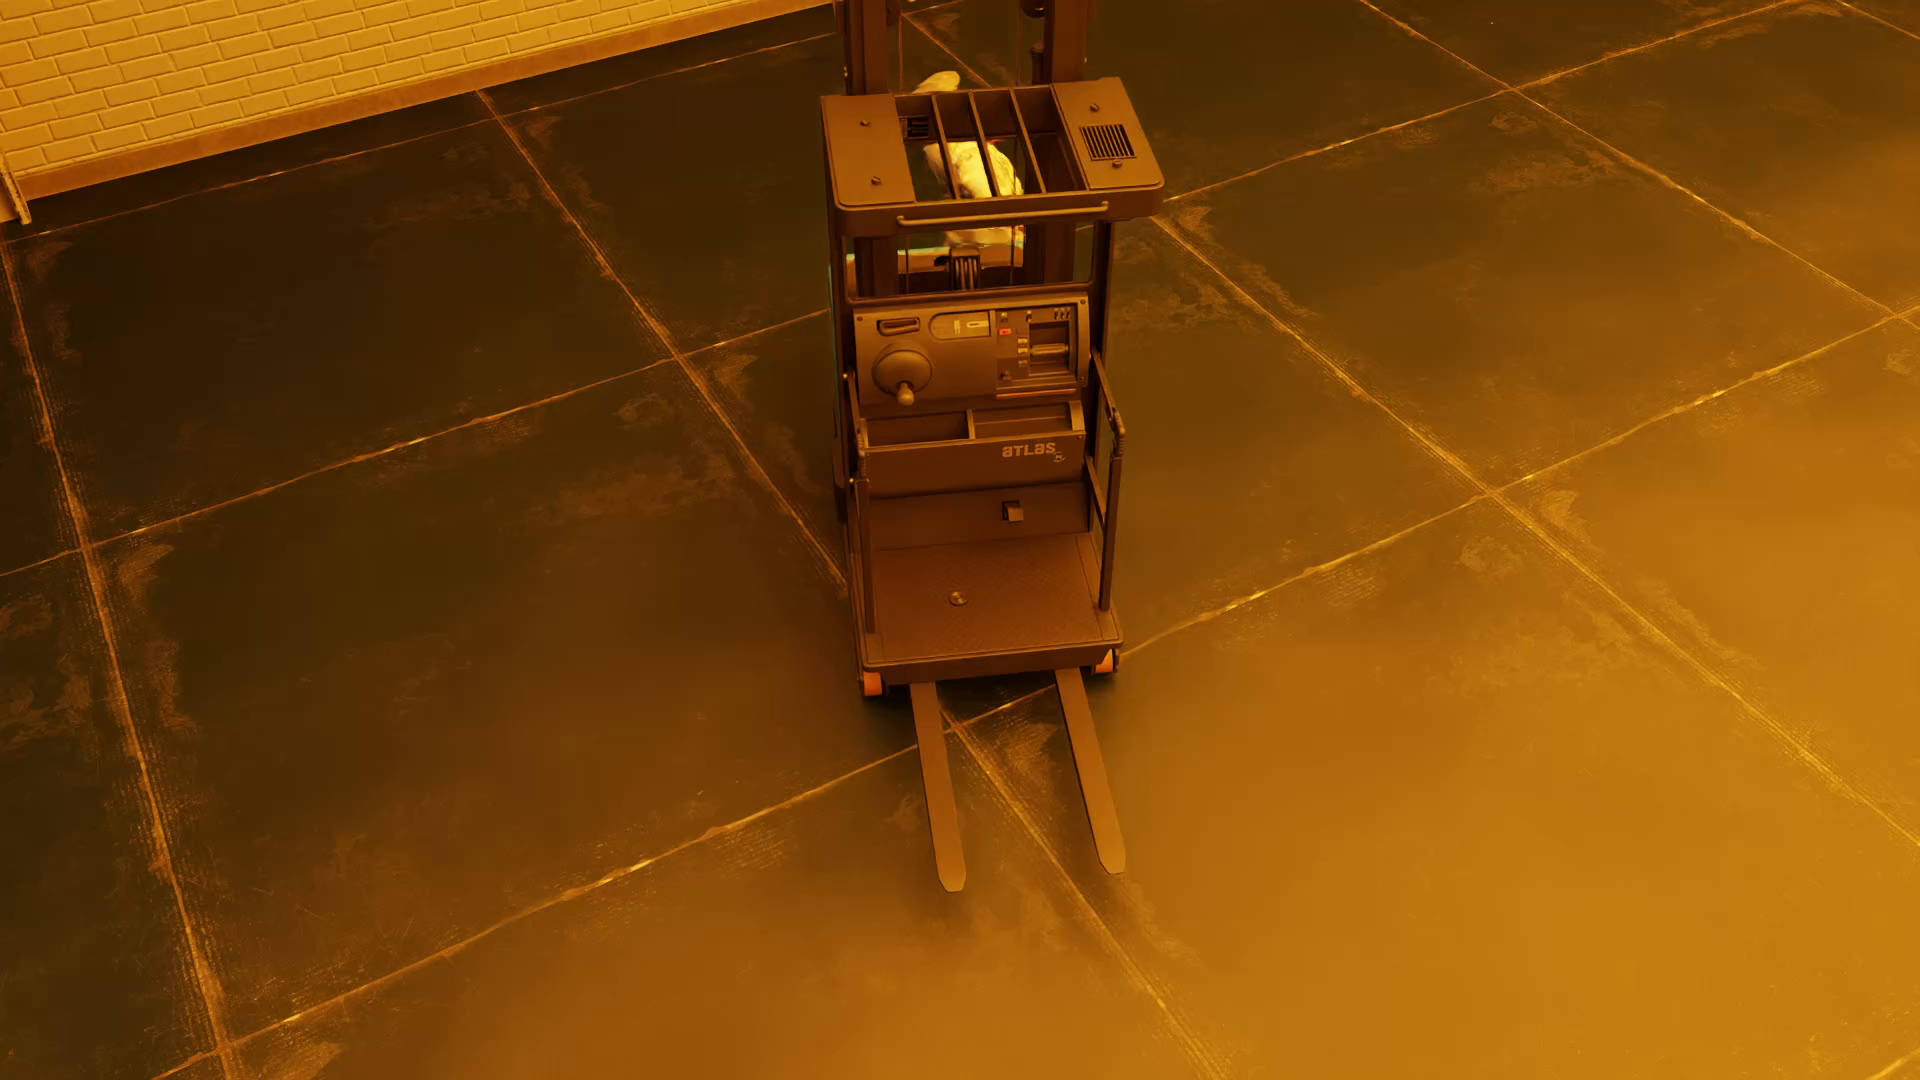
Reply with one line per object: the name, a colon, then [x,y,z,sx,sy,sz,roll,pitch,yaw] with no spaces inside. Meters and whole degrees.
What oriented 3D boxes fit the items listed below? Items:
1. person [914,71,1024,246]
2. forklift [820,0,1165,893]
person: [0.231,-1.543,8.334,0.895,1.628,0.868,-31,51,-29]
forklift: [0.081,-0.663,6.413,1.130,2.935,3.031,-5,43,-6]
